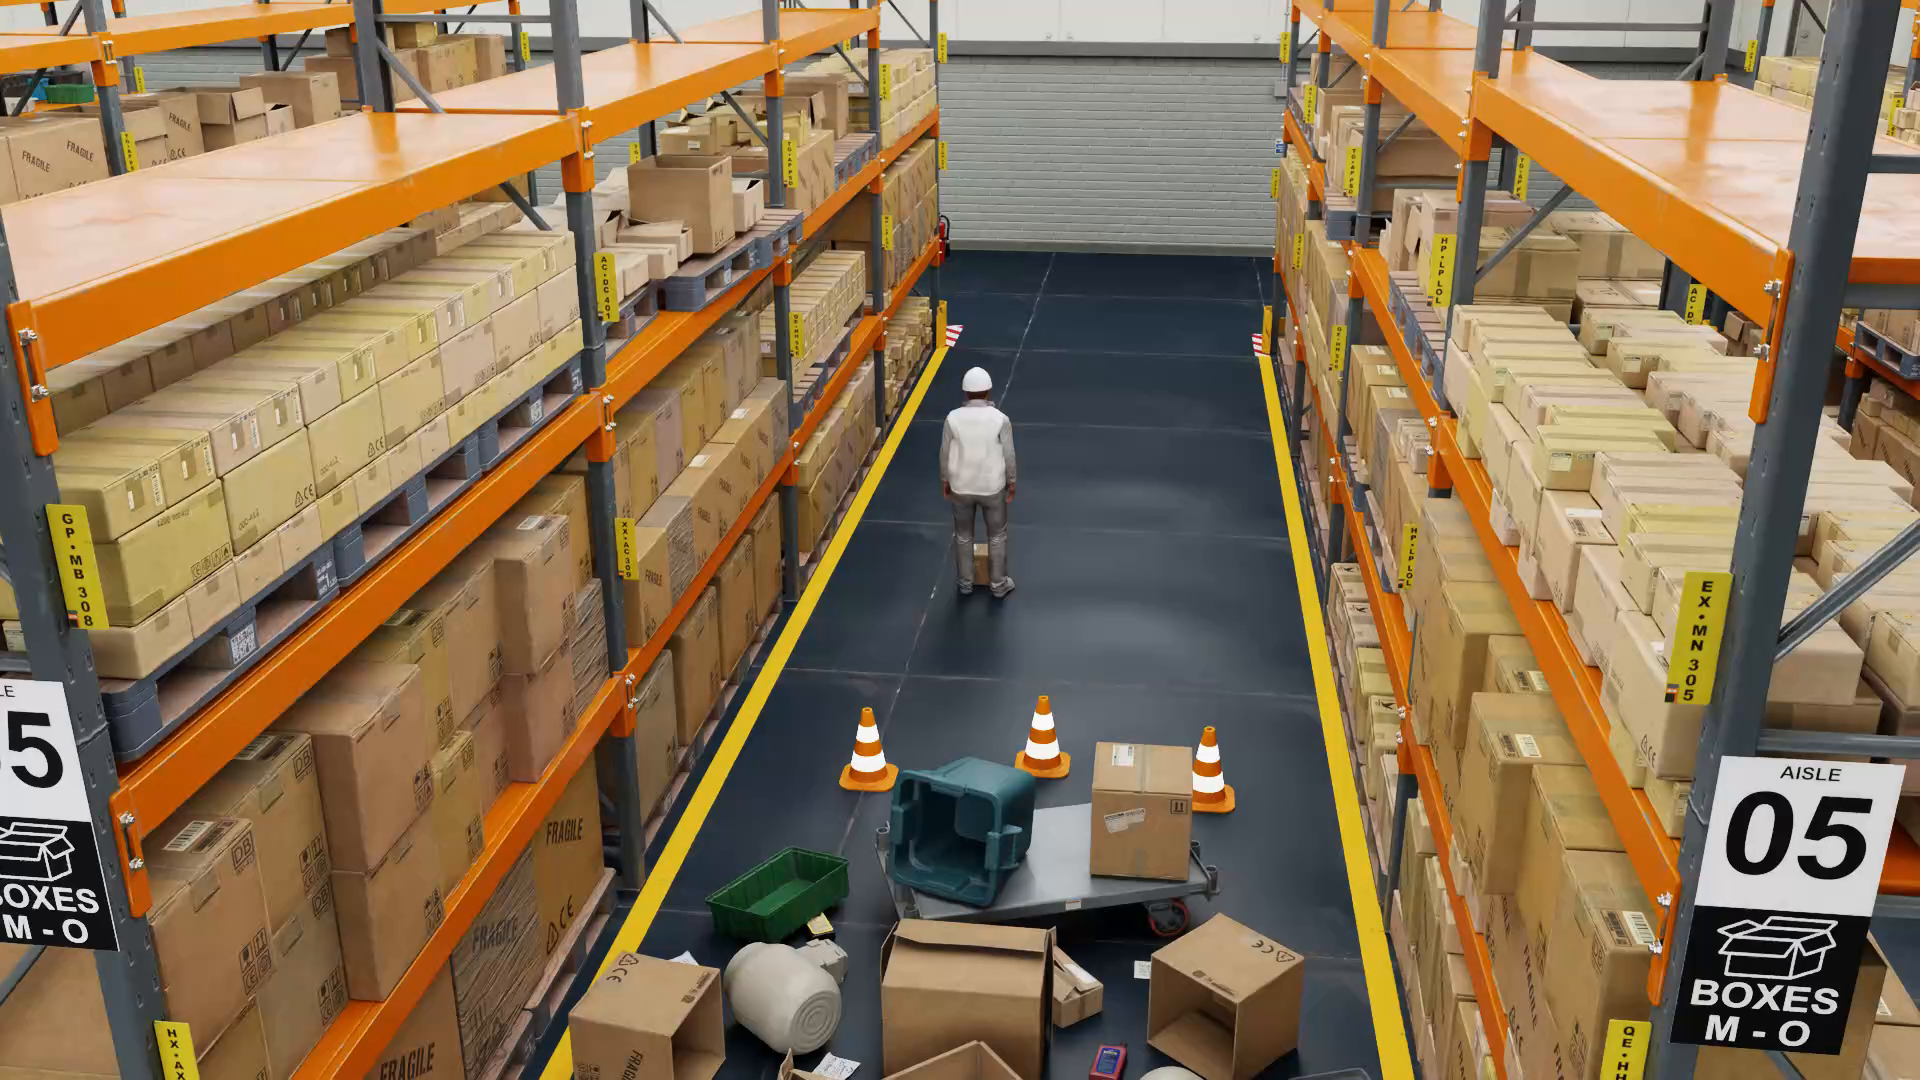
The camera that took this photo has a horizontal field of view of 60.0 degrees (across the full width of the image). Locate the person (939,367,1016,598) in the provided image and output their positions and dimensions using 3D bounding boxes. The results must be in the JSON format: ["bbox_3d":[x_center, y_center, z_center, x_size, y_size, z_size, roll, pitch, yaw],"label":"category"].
[{"bbox_3d":[0.137,-0.427,12.584,0.580,1.772,0.461,2,21,6],"label":"person"}]
